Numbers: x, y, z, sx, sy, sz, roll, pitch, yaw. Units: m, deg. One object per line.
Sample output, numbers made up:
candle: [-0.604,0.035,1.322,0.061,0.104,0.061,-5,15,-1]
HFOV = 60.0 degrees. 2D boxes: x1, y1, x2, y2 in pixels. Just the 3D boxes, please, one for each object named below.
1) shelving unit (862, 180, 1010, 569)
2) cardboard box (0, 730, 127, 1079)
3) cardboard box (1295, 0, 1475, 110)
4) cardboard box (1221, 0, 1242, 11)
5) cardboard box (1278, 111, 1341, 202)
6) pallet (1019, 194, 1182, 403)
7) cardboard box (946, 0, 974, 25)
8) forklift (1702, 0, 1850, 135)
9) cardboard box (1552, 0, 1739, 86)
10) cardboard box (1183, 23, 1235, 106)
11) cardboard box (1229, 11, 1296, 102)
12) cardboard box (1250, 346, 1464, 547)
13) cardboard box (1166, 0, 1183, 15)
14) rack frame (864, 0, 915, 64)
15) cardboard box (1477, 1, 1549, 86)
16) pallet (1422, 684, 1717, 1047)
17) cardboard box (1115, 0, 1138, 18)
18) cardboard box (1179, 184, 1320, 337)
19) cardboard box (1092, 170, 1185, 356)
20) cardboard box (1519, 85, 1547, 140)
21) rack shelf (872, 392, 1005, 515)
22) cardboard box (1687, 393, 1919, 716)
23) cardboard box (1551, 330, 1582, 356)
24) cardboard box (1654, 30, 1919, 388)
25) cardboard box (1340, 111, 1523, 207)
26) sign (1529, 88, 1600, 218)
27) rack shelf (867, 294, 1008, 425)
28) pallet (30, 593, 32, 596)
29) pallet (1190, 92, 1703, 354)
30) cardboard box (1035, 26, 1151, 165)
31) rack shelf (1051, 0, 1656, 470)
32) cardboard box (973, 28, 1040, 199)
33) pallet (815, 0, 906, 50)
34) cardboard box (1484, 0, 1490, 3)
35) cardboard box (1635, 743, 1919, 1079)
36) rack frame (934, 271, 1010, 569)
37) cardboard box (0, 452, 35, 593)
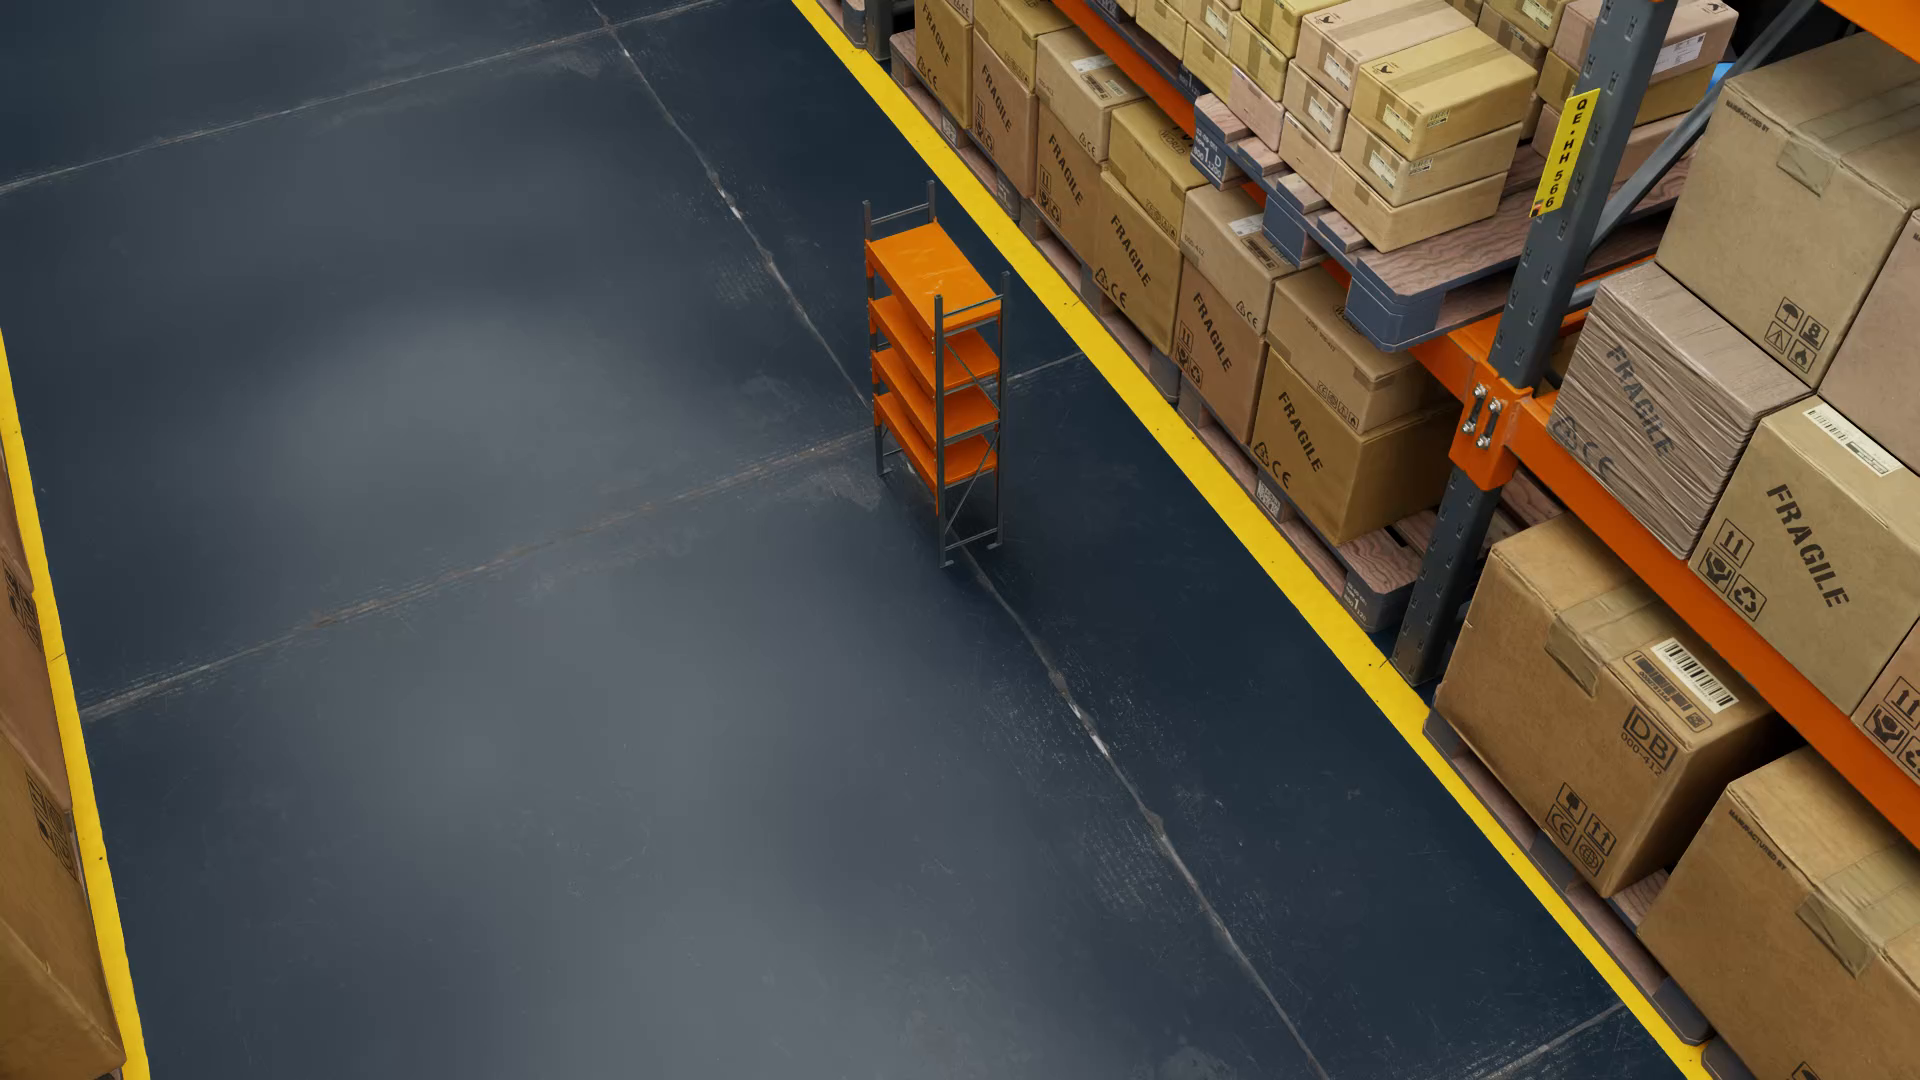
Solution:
shelving unit: [-0.076,-0.506,5.395,0.258,1.200,0.503,-21,52,-18]
cardboard box: [-2.888,1.011,4.005,1.225,0.875,0.875,-23,53,-19]
cardboard box: [1.121,-1.312,4.398,0.380,0.149,0.250,-22,52,-18]
cardboard box: [0.875,-1.665,4.706,0.380,0.149,0.250,-20,52,-16]
cardboard box: [1.119,-1.116,4.621,0.380,0.149,0.250,-21,52,-18]
pallet: [0.955,-1.143,6.609,1.003,0.211,1.213,-21,52,-18]
cardboard box: [0.138,-2.376,6.718,0.500,0.250,0.500,-23,53,-19]
forklift: [3.409,-2.281,5.798,3.031,2.935,1.130,-2,49,-2]
cardboard box: [1.824,-1.352,4.433,0.380,0.149,0.250,-21,52,-17]
cardboard box: [0.890,-1.456,4.919,0.380,0.149,0.250,-22,52,-18]
cardboard box: [0.988,-1.402,4.674,0.380,0.149,0.250,-20,52,-17]
cardboard box: [1.332,-0.388,5.478,0.500,0.500,0.500,-21,52,-18]
cardboard box: [0.762,-1.737,4.967,0.380,0.149,0.250,-21,52,-18]
rack frame: [0.035,-3.399,6.730,1.000,3.000,0.127,-21,52,-18]
cardboard box: [1.697,-1.449,4.715,0.380,0.149,0.250,-19,51,-16]
pallet: [2.159,0.750,4.954,1.003,0.211,1.213,-21,52,-18]
cardboard box: [0.649,-1.809,5.228,0.380,0.149,0.250,-20,52,-16]
cardboard box: [1.079,-0.986,5.503,0.500,0.250,0.500,-20,52,-17]
cardboard box: [0.841,-1.085,6.088,0.500,0.500,0.500,-23,53,-19]
cardboard box: [1.718,-1.326,4.805,0.380,0.149,0.250,-19,51,-16]
rack shelf: [-0.076,-0.331,5.595,0.258,0.148,0.480,-21,52,-18]
cardboard box: [2.066,-0.022,3.710,0.500,0.500,0.500,-22,52,-18]
cardboard box: [1.765,-0.829,5.366,0.500,0.250,0.500,-23,53,-19]
cardboard box: [2.062,-0.780,3.709,0.700,0.500,0.500,-21,52,-18]
cardboard box: [1.234,-1.049,4.365,0.380,0.149,0.250,-20,52,-17]
sign: [1.387,-0.884,3.813,0.100,0.325,0.005,-21,52,-18]
rack shelf: [-0.076,-0.609,5.278,0.258,0.148,0.480,-21,52,-18]
pallet: [-3.439,0.468,5.200,1.003,0.211,1.213,-21,52,-18]
pallet: [1.445,-1.099,4.846,1.213,0.211,1.003,-21,52,-18]
cardboard box: [0.614,-1.677,6.108,0.500,0.250,0.500,-19,52,-16]
rack shelf: [0.950,-1.824,5.830,1.077,0.370,4.000,-21,52,-18]
cardboard box: [0.381,-1.775,6.691,0.500,0.500,0.500,-19,52,-16]
pallet: [-0.304,-2.918,8.162,1.003,0.211,1.213,-21,52,-18]
cardboard box: [1.593,-1.694,4.731,0.380,0.149,0.250,-21,52,-18]
cardboard box: [2.467,0.903,4.183,1.050,0.750,0.750,-20,52,-17]
rack frame: [0.036,-0.342,5.252,0.240,1.200,0.015,-21,52,-18]
cardboard box: [-3.701,-0.178,5.045,1.225,0.875,0.875,-23,53,-19]
